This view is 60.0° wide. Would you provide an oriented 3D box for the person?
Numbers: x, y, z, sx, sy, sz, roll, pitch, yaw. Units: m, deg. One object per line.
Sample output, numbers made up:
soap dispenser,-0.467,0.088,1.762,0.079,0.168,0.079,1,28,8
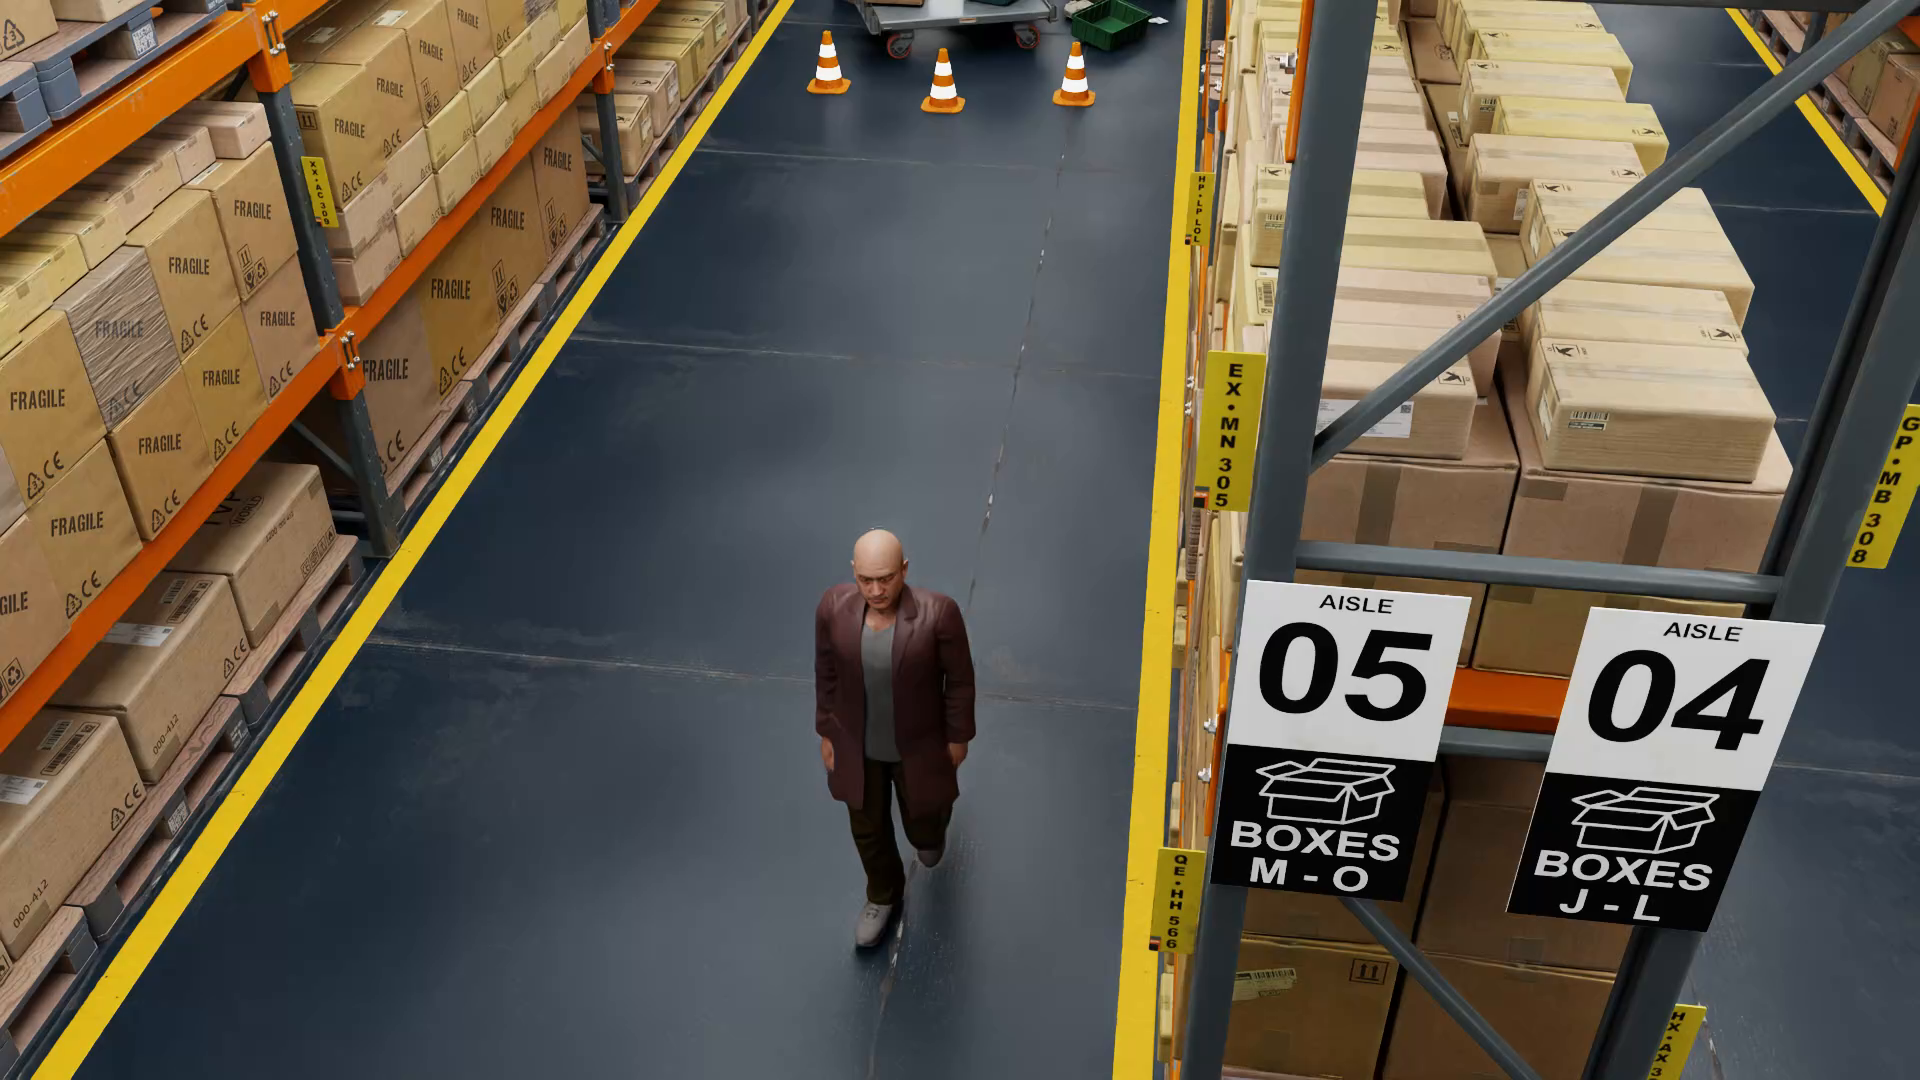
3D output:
person,-0.226,0.672,6.074,0.589,1.763,0.683,7,36,10
